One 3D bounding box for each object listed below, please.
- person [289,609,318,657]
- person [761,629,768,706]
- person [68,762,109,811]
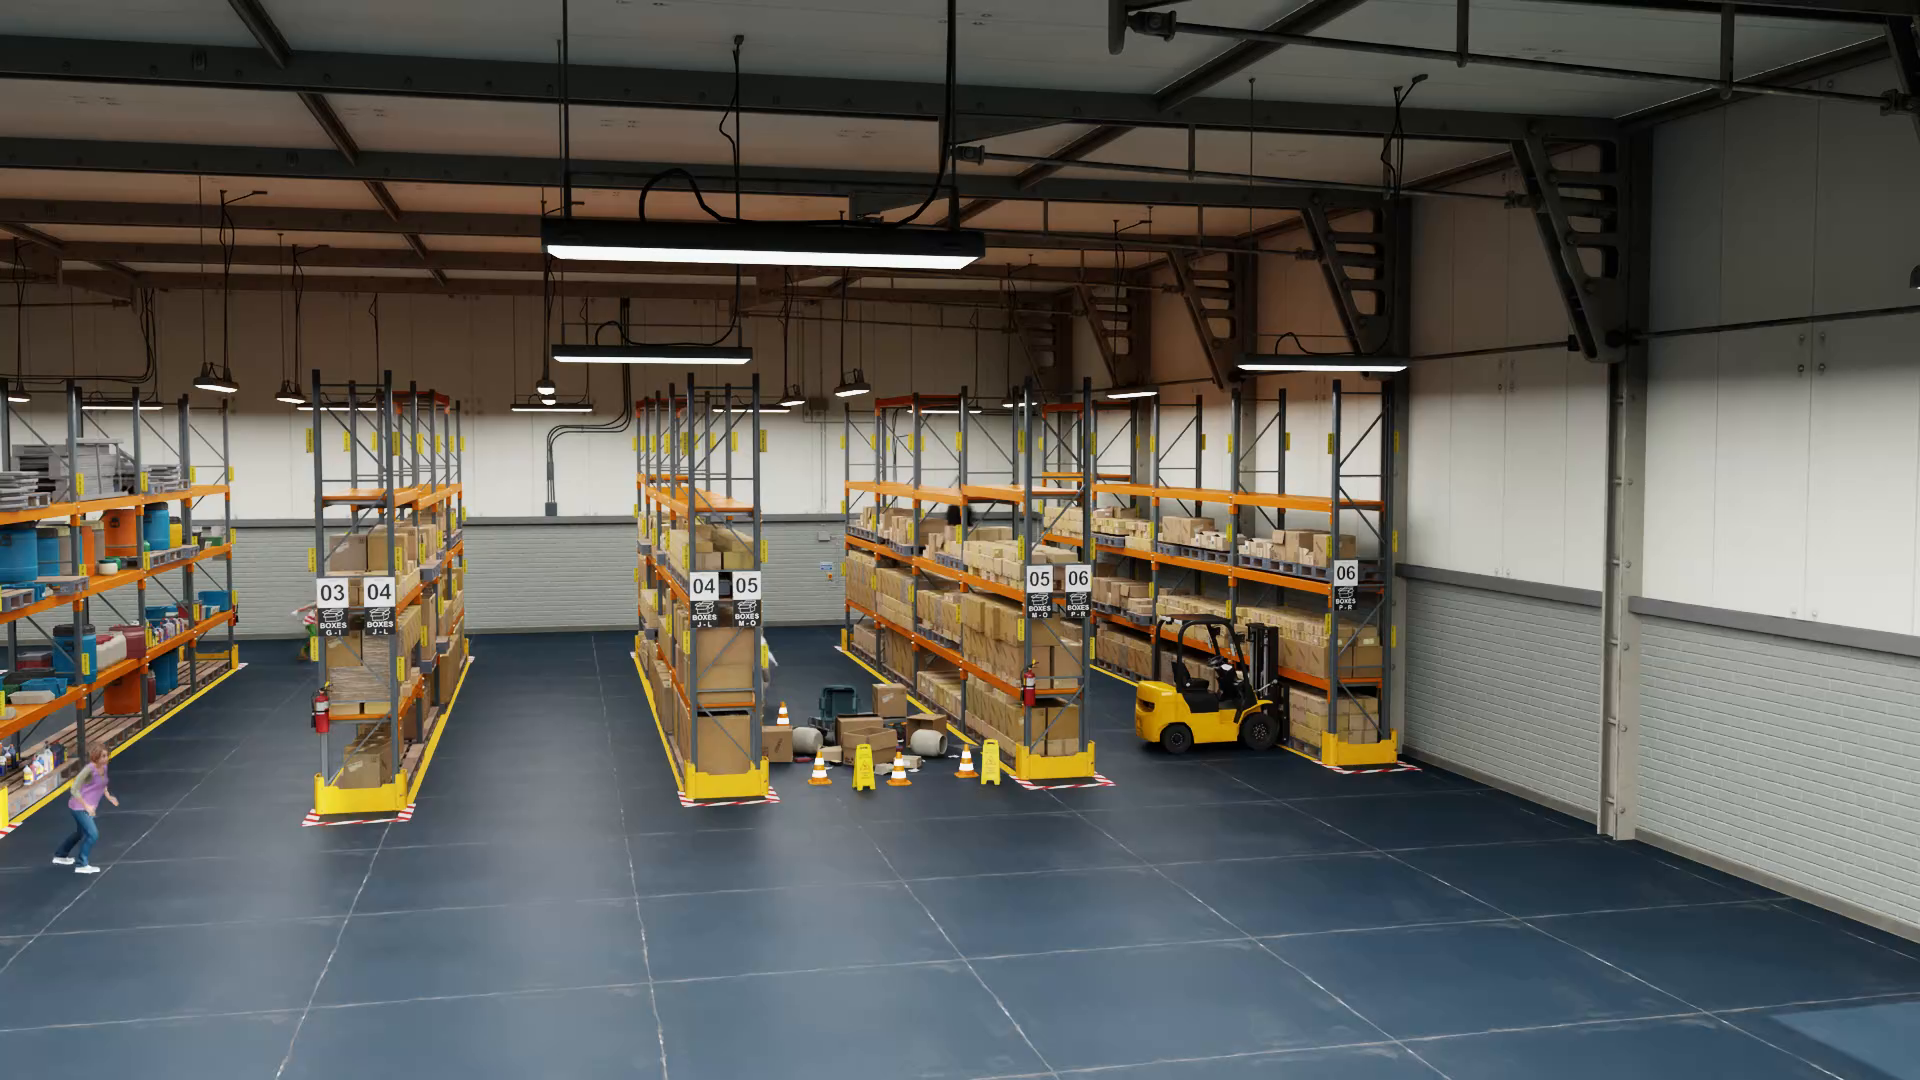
[{"bbox_3d":[-14.898,1.981,38.461,0.984,1.489,0.624,0,3,8],"label":"person"},{"bbox_3d":[-3.846,2.419,31.684,0.520,1.581,0.562,1,4,21],"label":"person"},{"bbox_3d":[-10.153,2.862,19.357,0.421,0.576,0.504,0,3,-4],"label":"person"}]
